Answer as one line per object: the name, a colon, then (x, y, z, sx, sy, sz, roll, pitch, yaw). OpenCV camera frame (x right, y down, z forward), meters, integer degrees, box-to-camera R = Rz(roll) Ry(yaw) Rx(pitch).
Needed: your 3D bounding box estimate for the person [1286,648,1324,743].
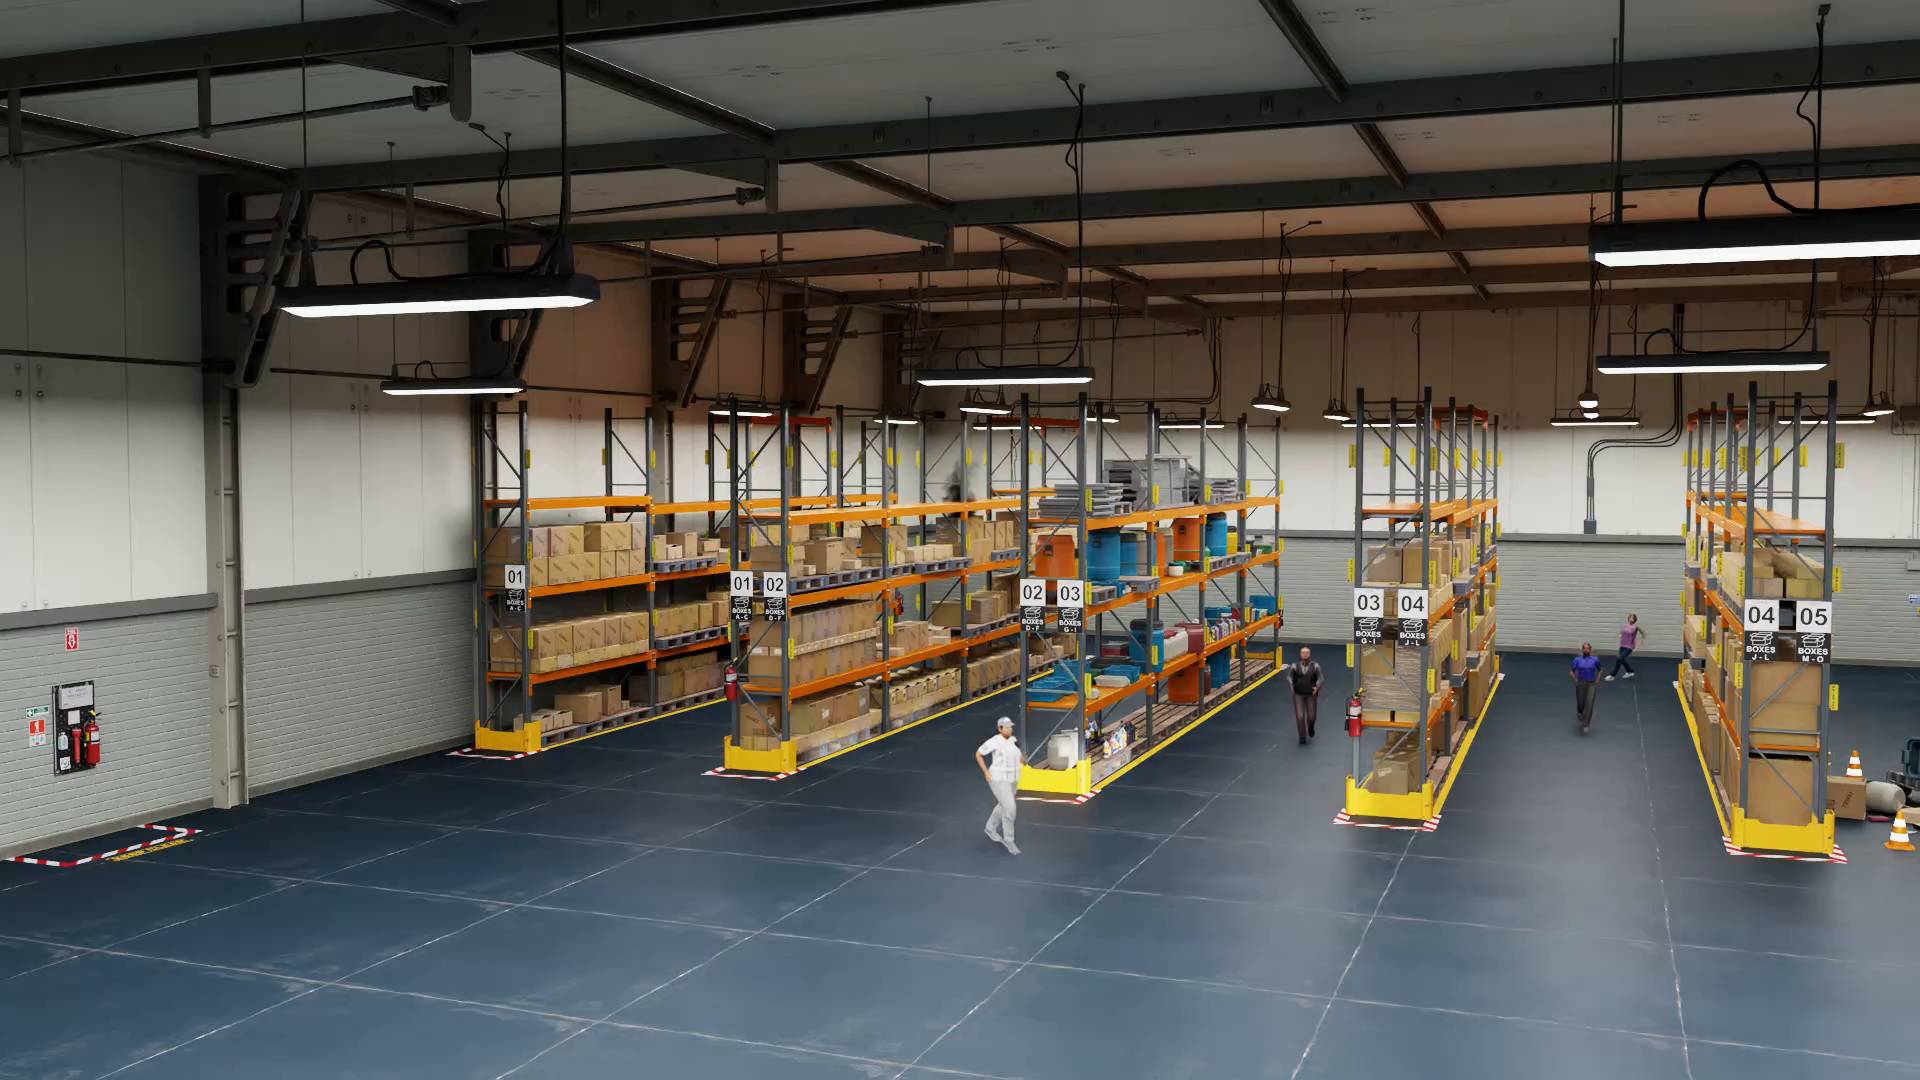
person: (6.079, 2.737, 29.327, 0.657, 1.672, 0.609, 1, 3, 14)

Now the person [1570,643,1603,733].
person: (11.563, 2.712, 30.691, 0.588, 1.640, 0.768, 1, 3, 18)

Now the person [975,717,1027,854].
person: (0.553, 3.132, 21.367, 0.767, 1.728, 0.580, 2, 4, 42)

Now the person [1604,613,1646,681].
person: (14.946, 2.420, 37.321, 0.776, 1.515, 0.571, -1, 3, -22)
